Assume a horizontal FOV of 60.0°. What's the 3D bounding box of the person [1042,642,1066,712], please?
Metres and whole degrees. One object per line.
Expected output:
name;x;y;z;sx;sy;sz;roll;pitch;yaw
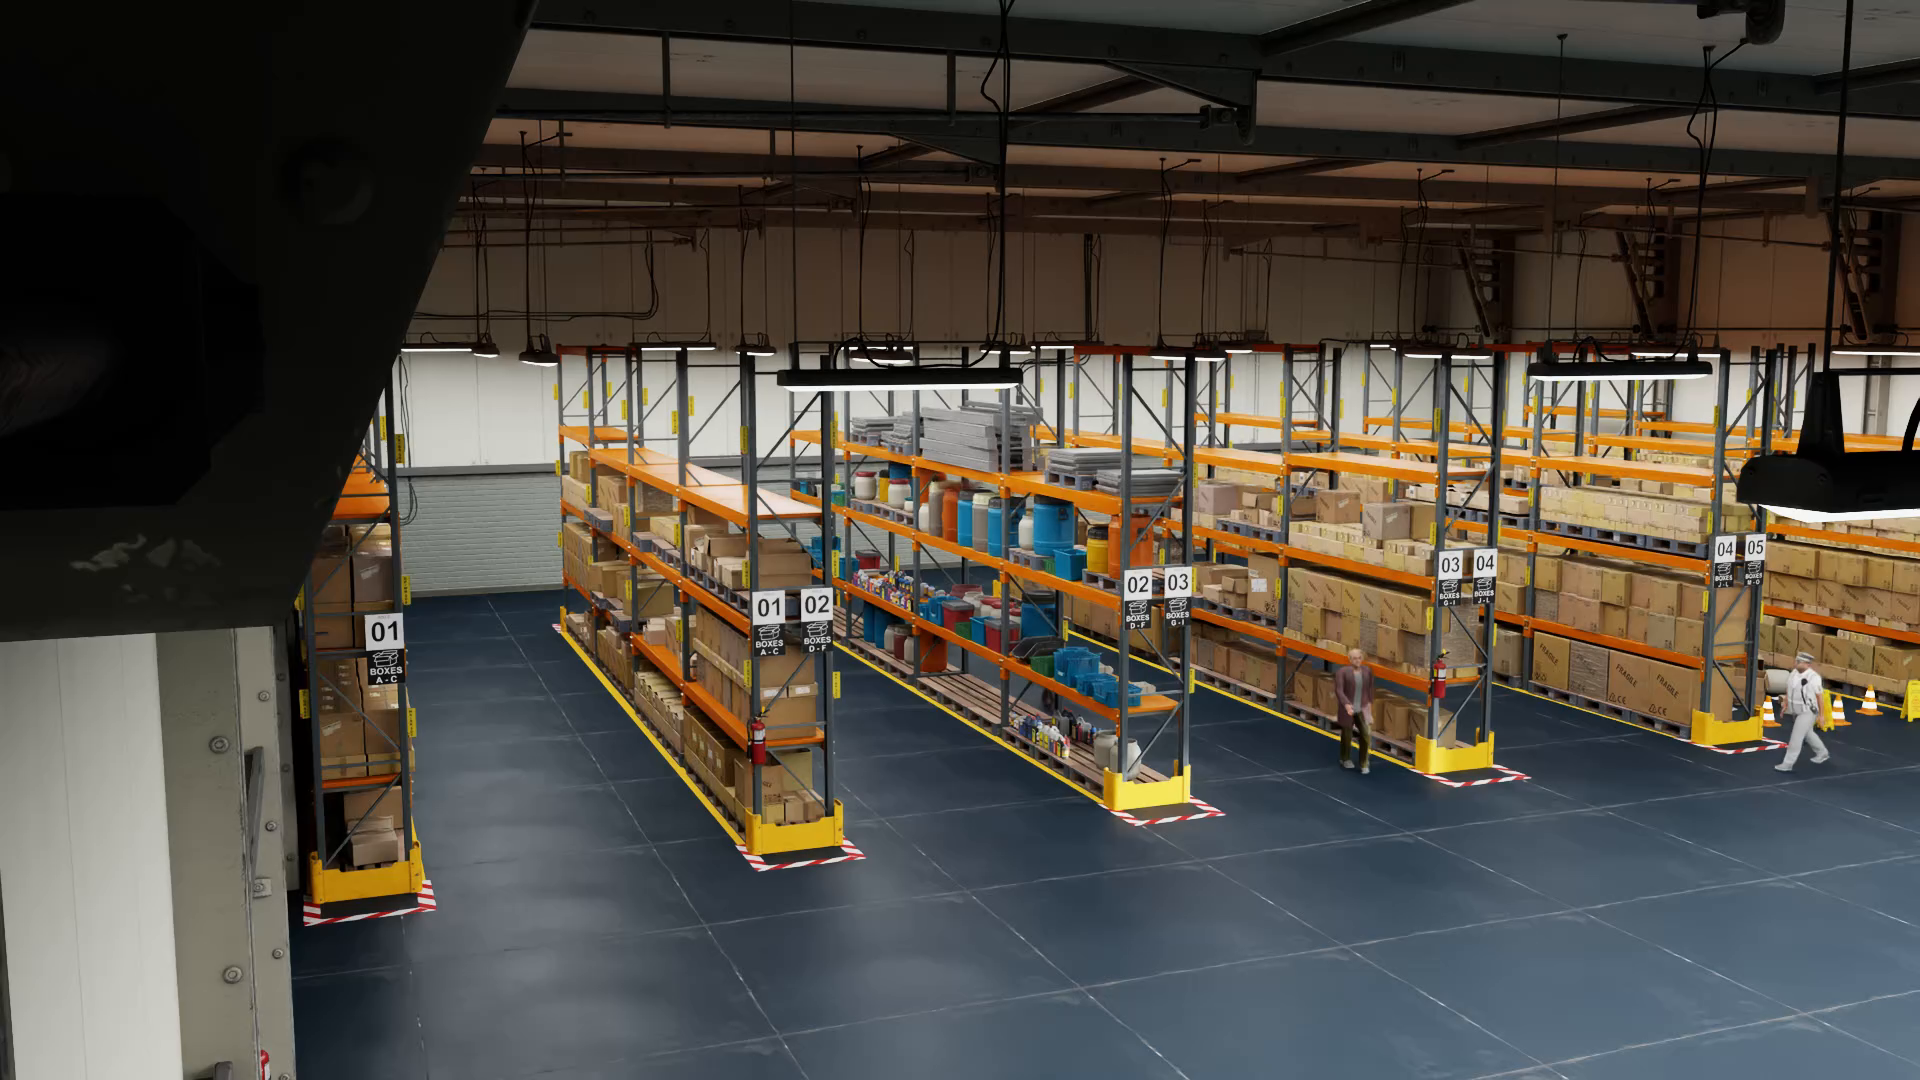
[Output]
person;1.516;2.012;27.792;0.471;1.690;0.688;-3;8;-24

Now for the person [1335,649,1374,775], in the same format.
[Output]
person;5.663;2.495;23.753;0.622;1.870;0.750;0;7;-1

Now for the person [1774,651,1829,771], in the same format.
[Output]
person;12.143;2.438;23.930;1.062;1.716;0.582;-2;7;-14
